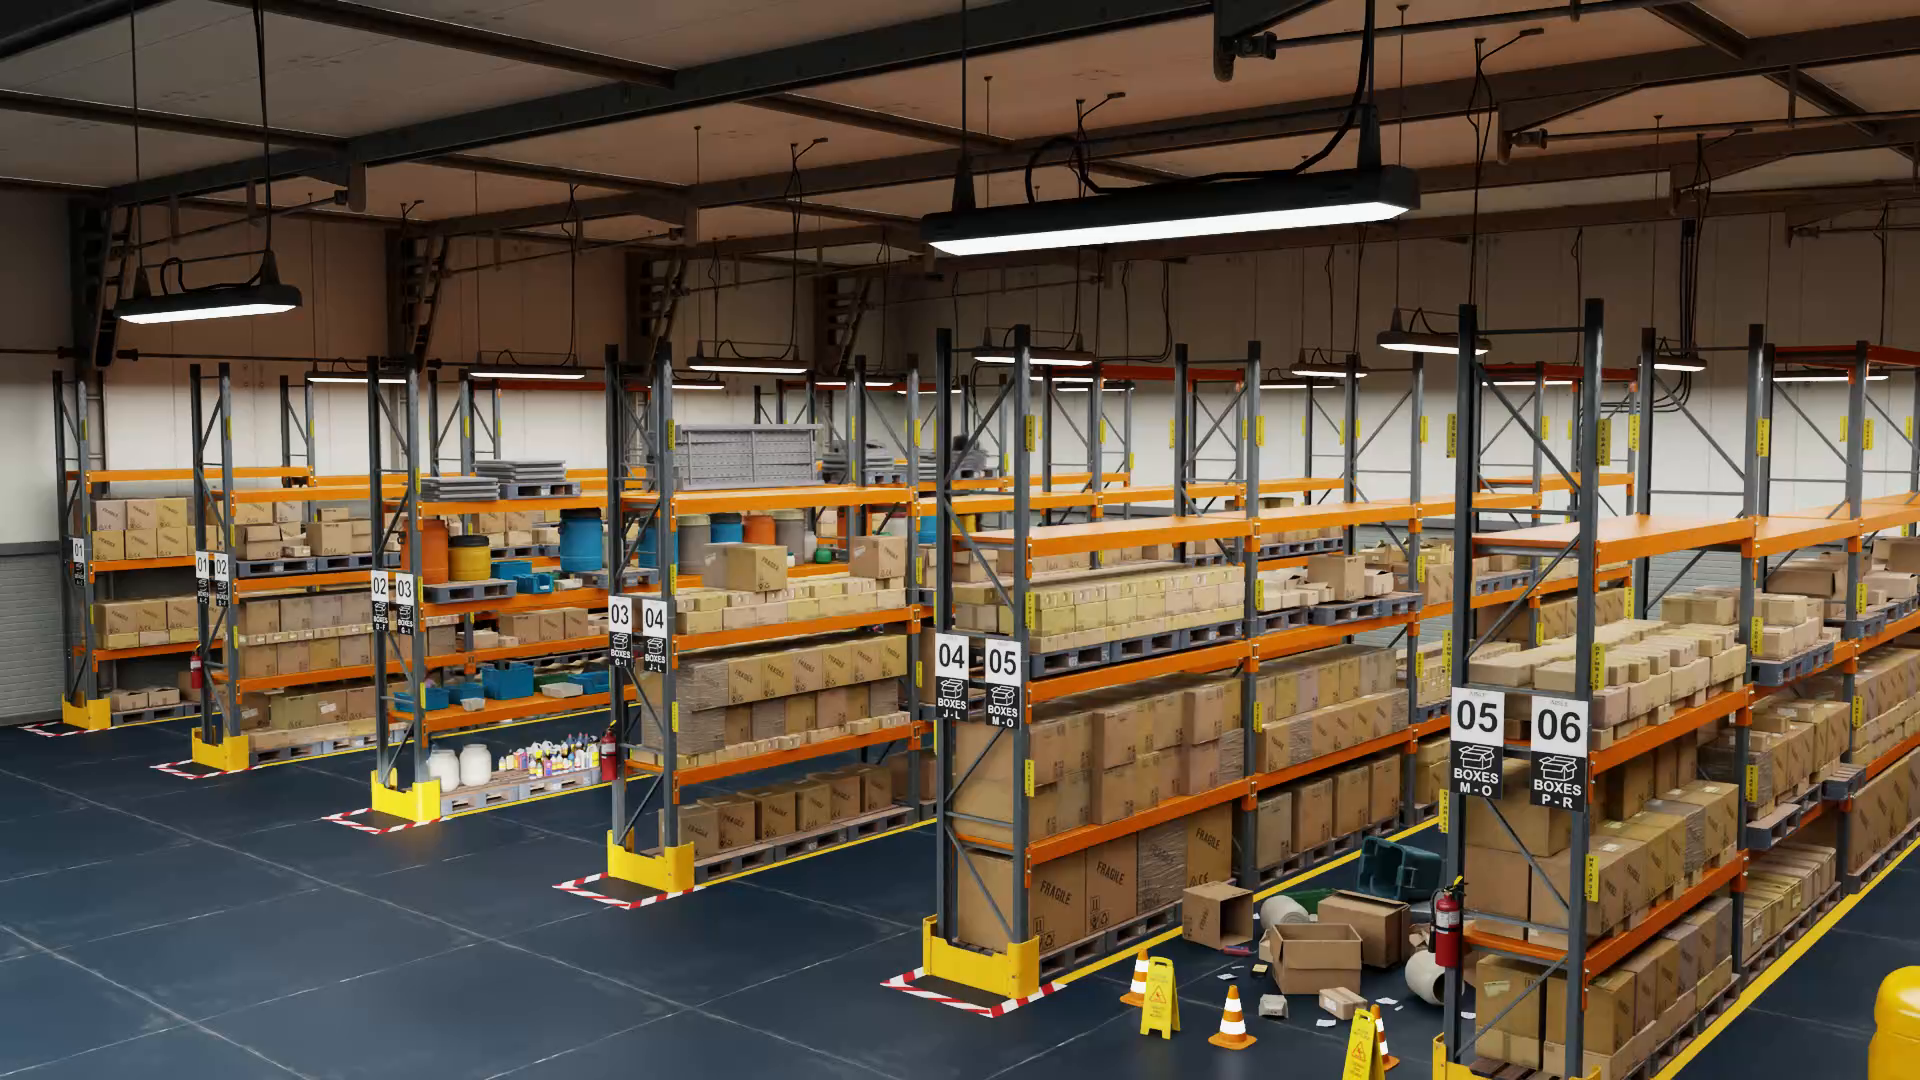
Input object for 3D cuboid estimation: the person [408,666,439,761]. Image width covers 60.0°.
[{"bbox_3d":[-7.977,2.612,24.842,0.539,1.547,0.685,0,4,4],"label":"person"}]
